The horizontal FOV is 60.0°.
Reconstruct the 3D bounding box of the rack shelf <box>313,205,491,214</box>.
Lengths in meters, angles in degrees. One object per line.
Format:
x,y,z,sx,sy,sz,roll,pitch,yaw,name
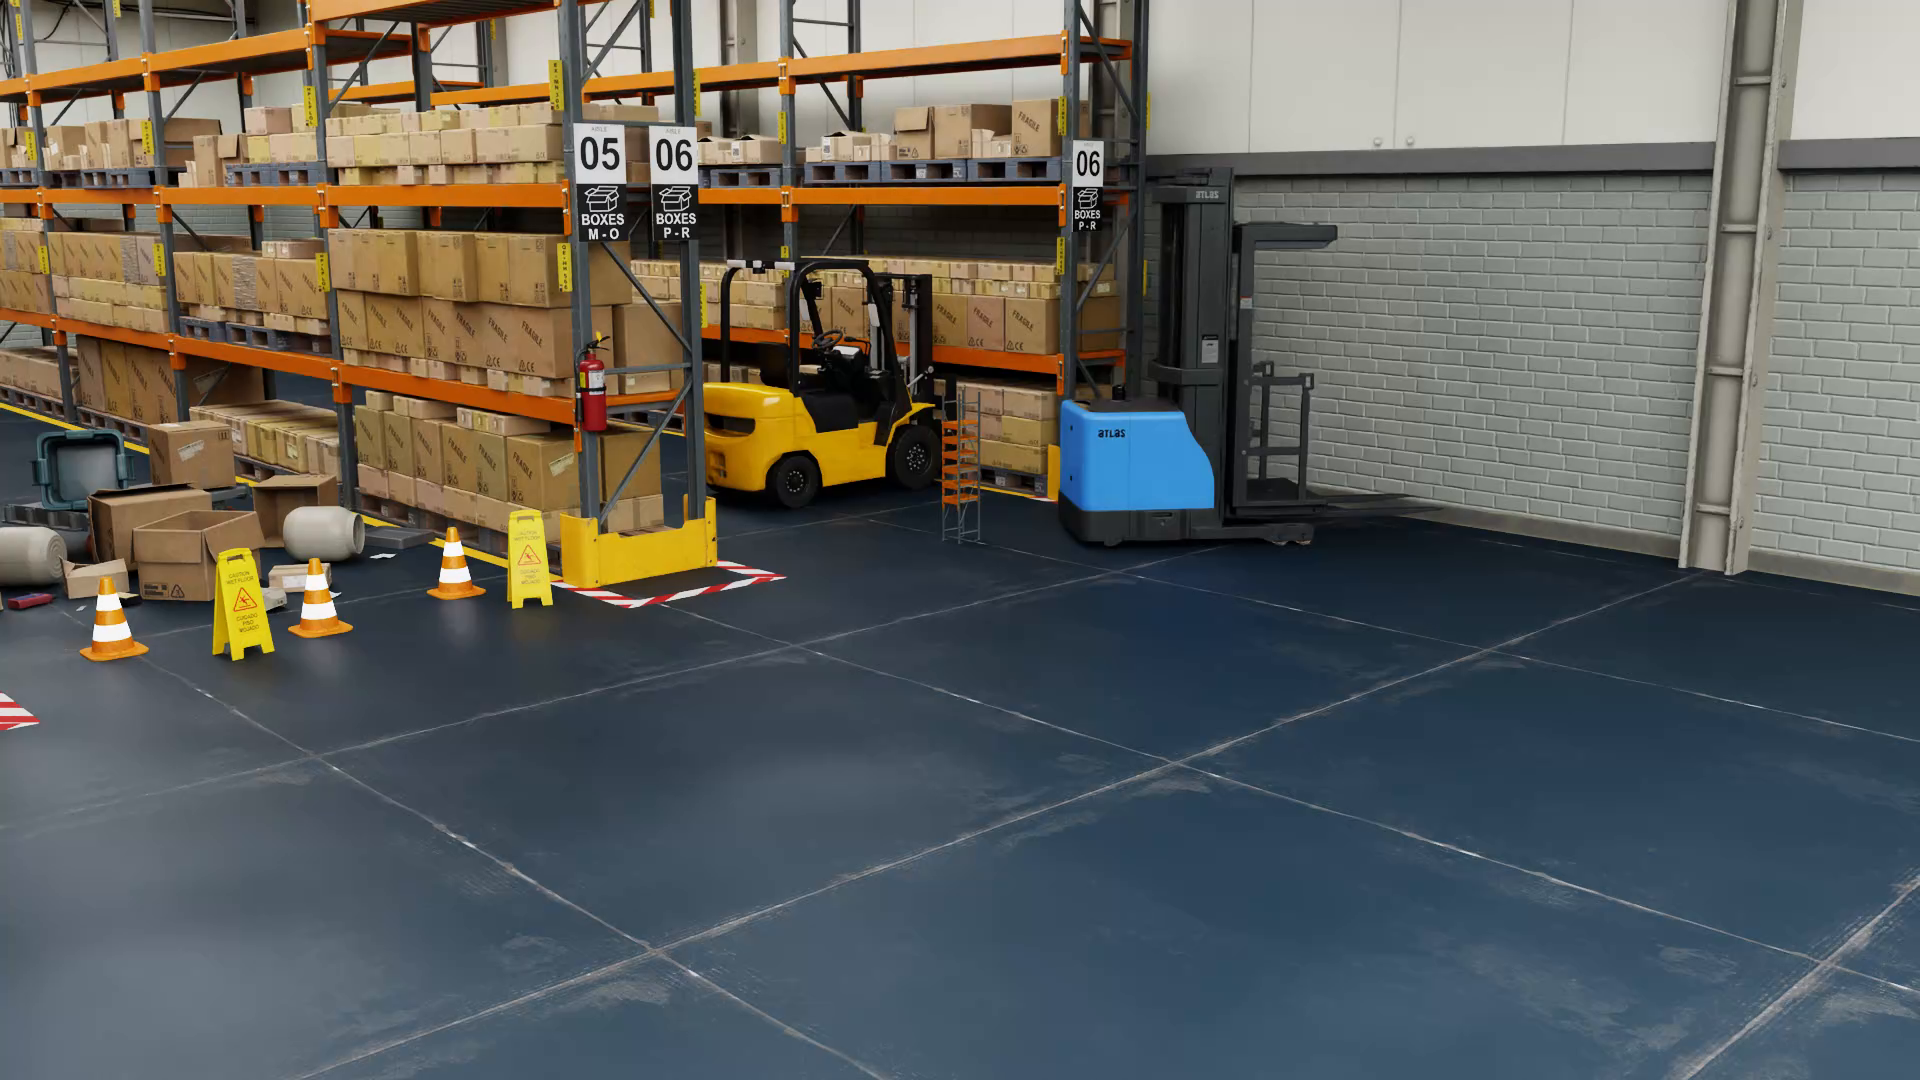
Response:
-8.368,-5.069,24.930,1.077,0.370,4.000,-11,16,-43,rack shelf

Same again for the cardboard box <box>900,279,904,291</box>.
-0.379,-2.548,16.488,0.380,0.149,0.250,-11,16,-44,cardboard box

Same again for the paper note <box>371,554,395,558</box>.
-4.428,0.117,12.768,0.148,0.019,0.142,6,13,26,paper note

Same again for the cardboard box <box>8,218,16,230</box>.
-11.855,-4.020,21.158,0.380,0.149,0.250,-11,16,-44,cardboard box

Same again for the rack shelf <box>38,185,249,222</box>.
-9.193,-3.793,18.736,1.077,0.370,4.000,-11,16,-43,rack shelf

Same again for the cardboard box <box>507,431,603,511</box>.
-3.029,-0.523,12.433,0.500,0.500,0.500,-11,16,-42,cardboard box

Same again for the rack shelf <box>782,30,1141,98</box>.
-0.081,-4.591,16.167,1.077,0.370,4.000,-11,16,-43,rack shelf

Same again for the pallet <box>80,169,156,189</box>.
-9.070,-4.010,18.477,1.003,0.211,1.213,-10,15,-40,pallet

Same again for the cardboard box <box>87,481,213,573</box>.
-5.983,-0.099,12.310,0.797,0.637,0.503,-11,16,-43,cardboard box

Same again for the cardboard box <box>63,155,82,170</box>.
-9.954,-4.295,18.929,0.250,0.166,0.380,10,16,41,cardboard box

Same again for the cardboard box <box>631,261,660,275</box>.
-3.836,-3.283,20.056,0.380,0.149,0.250,-10,16,-41,cardboard box

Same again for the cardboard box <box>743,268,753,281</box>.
-2.181,-2.956,18.472,0.380,0.149,0.250,-11,16,-43,cardboard box

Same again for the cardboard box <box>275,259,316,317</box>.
-5.878,-2.308,15.156,0.500,0.500,0.500,-11,16,-42,cardboard box

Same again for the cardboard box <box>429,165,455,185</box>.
-3.829,-2.794,12.727,0.380,0.149,0.250,-11,16,-43,cardboard box

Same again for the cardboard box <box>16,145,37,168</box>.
-11.247,-4.674,20.278,0.396,0.266,0.258,-10,15,-41,cardboard box

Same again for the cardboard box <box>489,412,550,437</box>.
-3.332,-0.885,12.582,0.380,0.149,0.250,-10,15,-41,cardboard box

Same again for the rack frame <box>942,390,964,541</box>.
-0.053,-0.599,13.345,0.240,1.200,0.006,-11,16,-43,rack frame

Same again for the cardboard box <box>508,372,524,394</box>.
-3.117,-1.180,12.329,0.380,0.149,0.250,-11,16,-44,cardboard box

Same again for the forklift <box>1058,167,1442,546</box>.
2.378,-1.496,13.409,3.031,2.935,1.130,-2,12,-8,forklift

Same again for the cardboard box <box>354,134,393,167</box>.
-4.581,-3.165,13.543,0.500,0.250,0.500,-11,16,-43,cardboard box

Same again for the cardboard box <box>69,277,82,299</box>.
-10.094,-2.964,19.495,0.500,0.250,0.500,-11,16,-42,cardboard box

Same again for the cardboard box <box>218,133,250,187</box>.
-6.738,-3.685,16.175,0.797,0.503,0.637,-11,16,-43,cardboard box

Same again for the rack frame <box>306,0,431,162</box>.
-5.050,-4.739,14.111,1.000,3.000,0.127,-11,16,-43,rack frame

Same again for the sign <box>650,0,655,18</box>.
-3.826,-6.628,20.572,0.100,0.325,0.005,-11,16,-43,sign

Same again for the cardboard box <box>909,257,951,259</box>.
-0.305,-2.853,17.232,0.380,0.149,0.250,-11,16,-43,cardboard box

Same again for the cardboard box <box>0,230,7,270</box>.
-12.143,-3.759,21.500,0.500,0.500,0.500,-11,16,-42,cardboard box

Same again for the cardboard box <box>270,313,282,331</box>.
-6.157,-2.030,15.412,0.380,0.149,0.250,-11,16,-42,cardboard box

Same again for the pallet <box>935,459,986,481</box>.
-0.097,-0.827,16.901,1.003,0.211,1.213,-11,16,-43,pallet

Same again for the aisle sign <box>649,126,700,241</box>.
-2.021,-2.524,11.786,0.394,0.787,0.004,-11,16,-43,aisle sign

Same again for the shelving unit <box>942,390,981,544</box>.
0.010,-0.586,13.280,0.258,1.200,0.189,-11,16,-43,shelving unit

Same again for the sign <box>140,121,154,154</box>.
-8.219,-4.069,16.817,0.100,0.325,0.005,-11,16,-43,sign

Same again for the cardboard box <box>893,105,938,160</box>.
-0.193,-3.968,16.259,0.797,0.503,0.637,-10,15,-41,cardboard box

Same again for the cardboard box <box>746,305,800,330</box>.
-2.000,-2.456,18.271,0.500,0.250,0.500,-10,16,-41,cardboard box

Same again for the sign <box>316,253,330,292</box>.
-5.449,-2.290,14.222,0.100,0.325,0.005,-11,16,-43,sign

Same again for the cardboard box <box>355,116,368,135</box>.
-4.692,-3.372,13.557,0.250,0.149,0.380,11,16,43,cardboard box

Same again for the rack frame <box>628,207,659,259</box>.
-4.225,-3.076,20.910,1.000,3.000,0.127,-11,16,-43,rack frame

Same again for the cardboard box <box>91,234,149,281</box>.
-9.401,-3.184,18.706,0.500,0.500,0.500,-11,16,-43,cardboard box

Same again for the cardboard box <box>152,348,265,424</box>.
-8.229,-1.662,18.267,0.875,0.875,0.875,-11,16,-43,cardboard box

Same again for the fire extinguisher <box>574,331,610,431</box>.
-2.542,-1.098,11.498,0.296,0.674,0.183,-11,16,-43,fire extinguisher

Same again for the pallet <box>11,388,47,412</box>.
-11.890,-1.902,22.121,1.003,0.211,1.213,-11,16,-43,pallet

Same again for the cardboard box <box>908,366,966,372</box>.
-0.282,-1.649,17.276,0.500,0.250,0.500,-11,16,-42,cardboard box

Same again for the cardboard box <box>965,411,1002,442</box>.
0.399,-1.115,15.923,0.500,0.250,0.500,-11,16,-43,cardboard box

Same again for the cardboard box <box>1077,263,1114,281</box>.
1.222,-2.500,15.520,0.380,0.149,0.250,-11,16,-44,cardboard box

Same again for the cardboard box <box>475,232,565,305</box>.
-3.142,-2.020,12.320,0.700,0.500,0.500,-11,16,-42,cardboard box

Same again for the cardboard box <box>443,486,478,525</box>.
-3.758,-0.308,13.248,0.500,0.250,0.500,11,16,43,cardboard box

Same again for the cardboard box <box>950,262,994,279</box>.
0.129,-2.579,15.905,0.380,0.149,0.250,-10,16,-41,cardboard box

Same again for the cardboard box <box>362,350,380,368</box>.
-4.852,-1.557,14.158,0.380,0.149,0.250,-10,15,-41,cardboard box

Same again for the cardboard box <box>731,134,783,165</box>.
-2.139,-4.244,18.078,0.500,0.311,0.500,11,16,43,cardboard box

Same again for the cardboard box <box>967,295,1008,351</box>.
0.418,-2.070,15.777,0.500,0.500,0.500,-10,15,-41,cardboard box

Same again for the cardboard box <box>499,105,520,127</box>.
-3.075,-3.039,11.942,0.380,0.149,0.250,-11,16,-43,cardboard box

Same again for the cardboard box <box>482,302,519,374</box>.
-3.204,-1.526,12.399,0.500,0.500,0.500,-11,16,-42,cardboard box

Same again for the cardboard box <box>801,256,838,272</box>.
-1.457,-2.917,17.544,0.380,0.149,0.250,-10,16,-41,cardboard box

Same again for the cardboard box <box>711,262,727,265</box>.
-2.780,-3.202,19.666,0.380,0.149,0.250,-10,15,-41,cardboard box
